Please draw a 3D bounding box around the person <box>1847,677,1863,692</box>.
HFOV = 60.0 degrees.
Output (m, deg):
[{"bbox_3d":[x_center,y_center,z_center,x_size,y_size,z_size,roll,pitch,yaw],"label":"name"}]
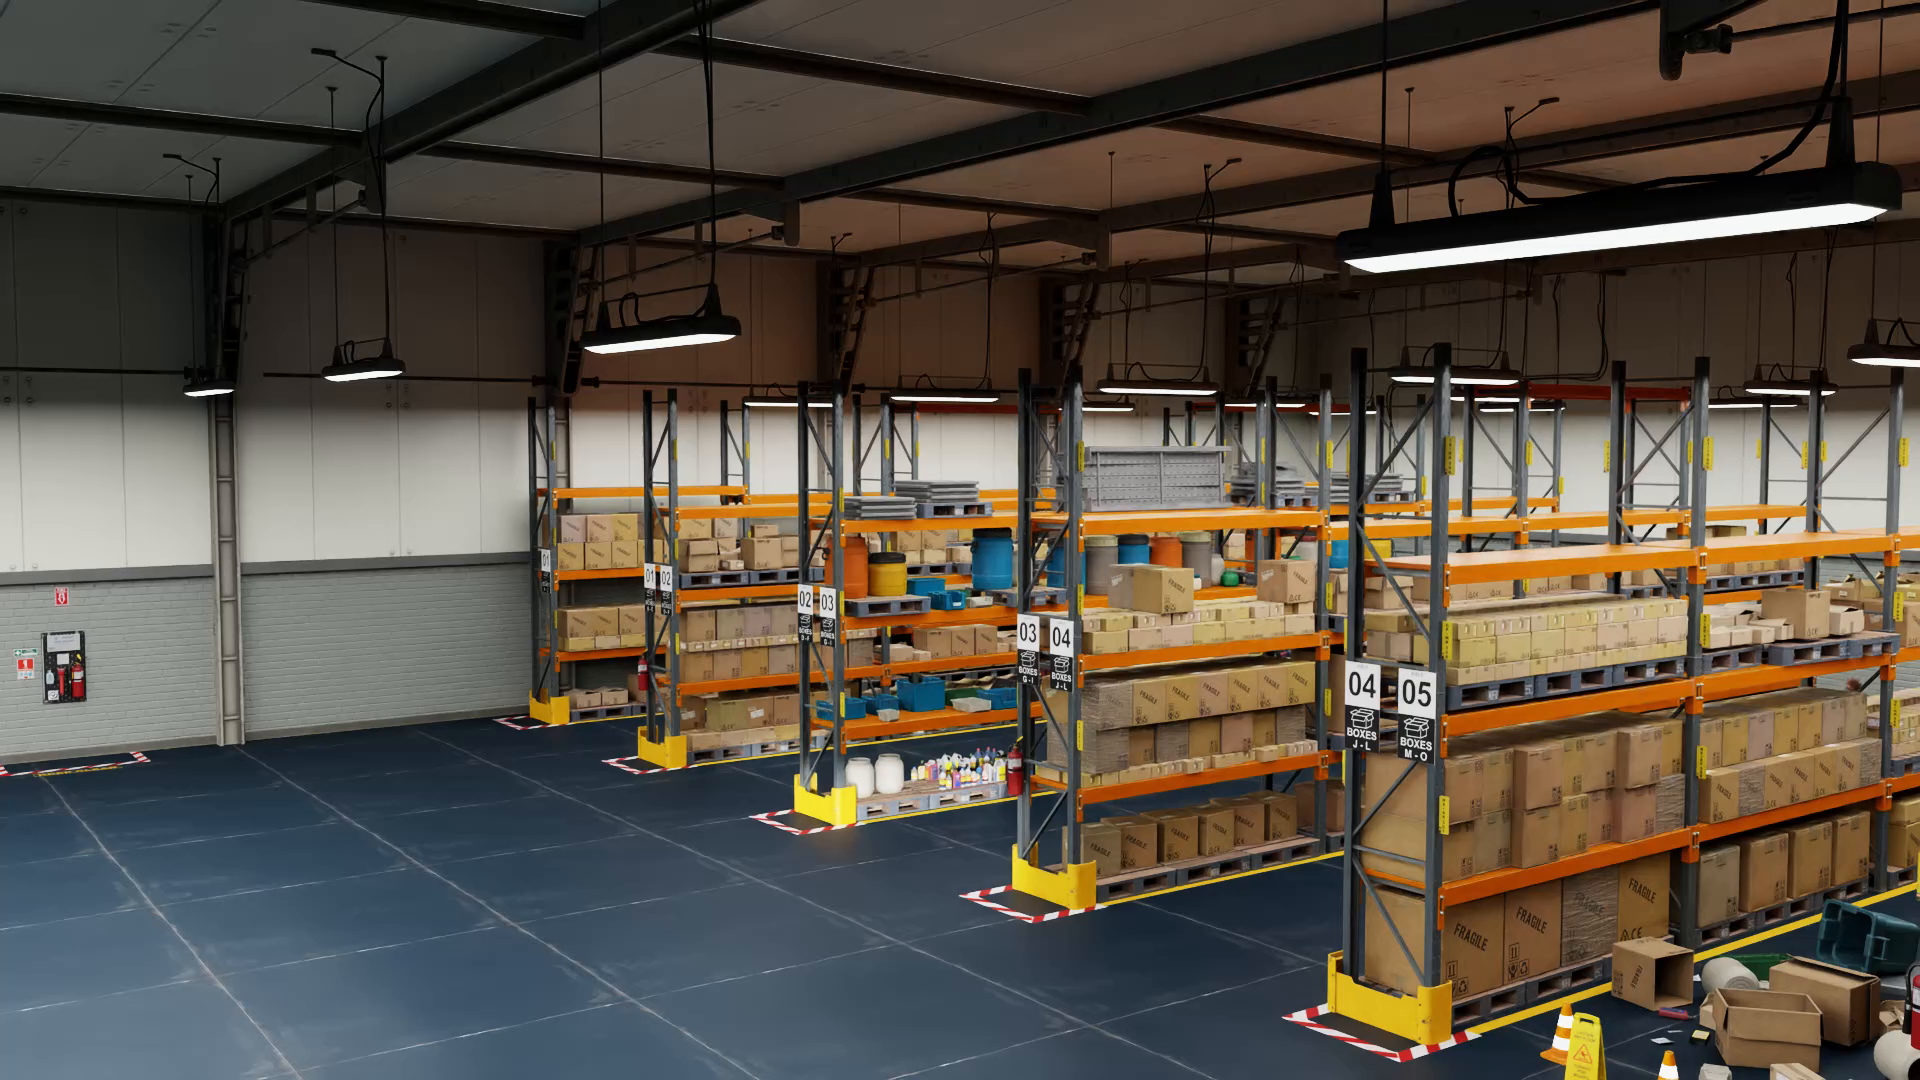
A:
[{"bbox_3d":[13.656,2.868,25.561,1.011,1.538,0.487,-2,4,-29],"label":"person"}]
